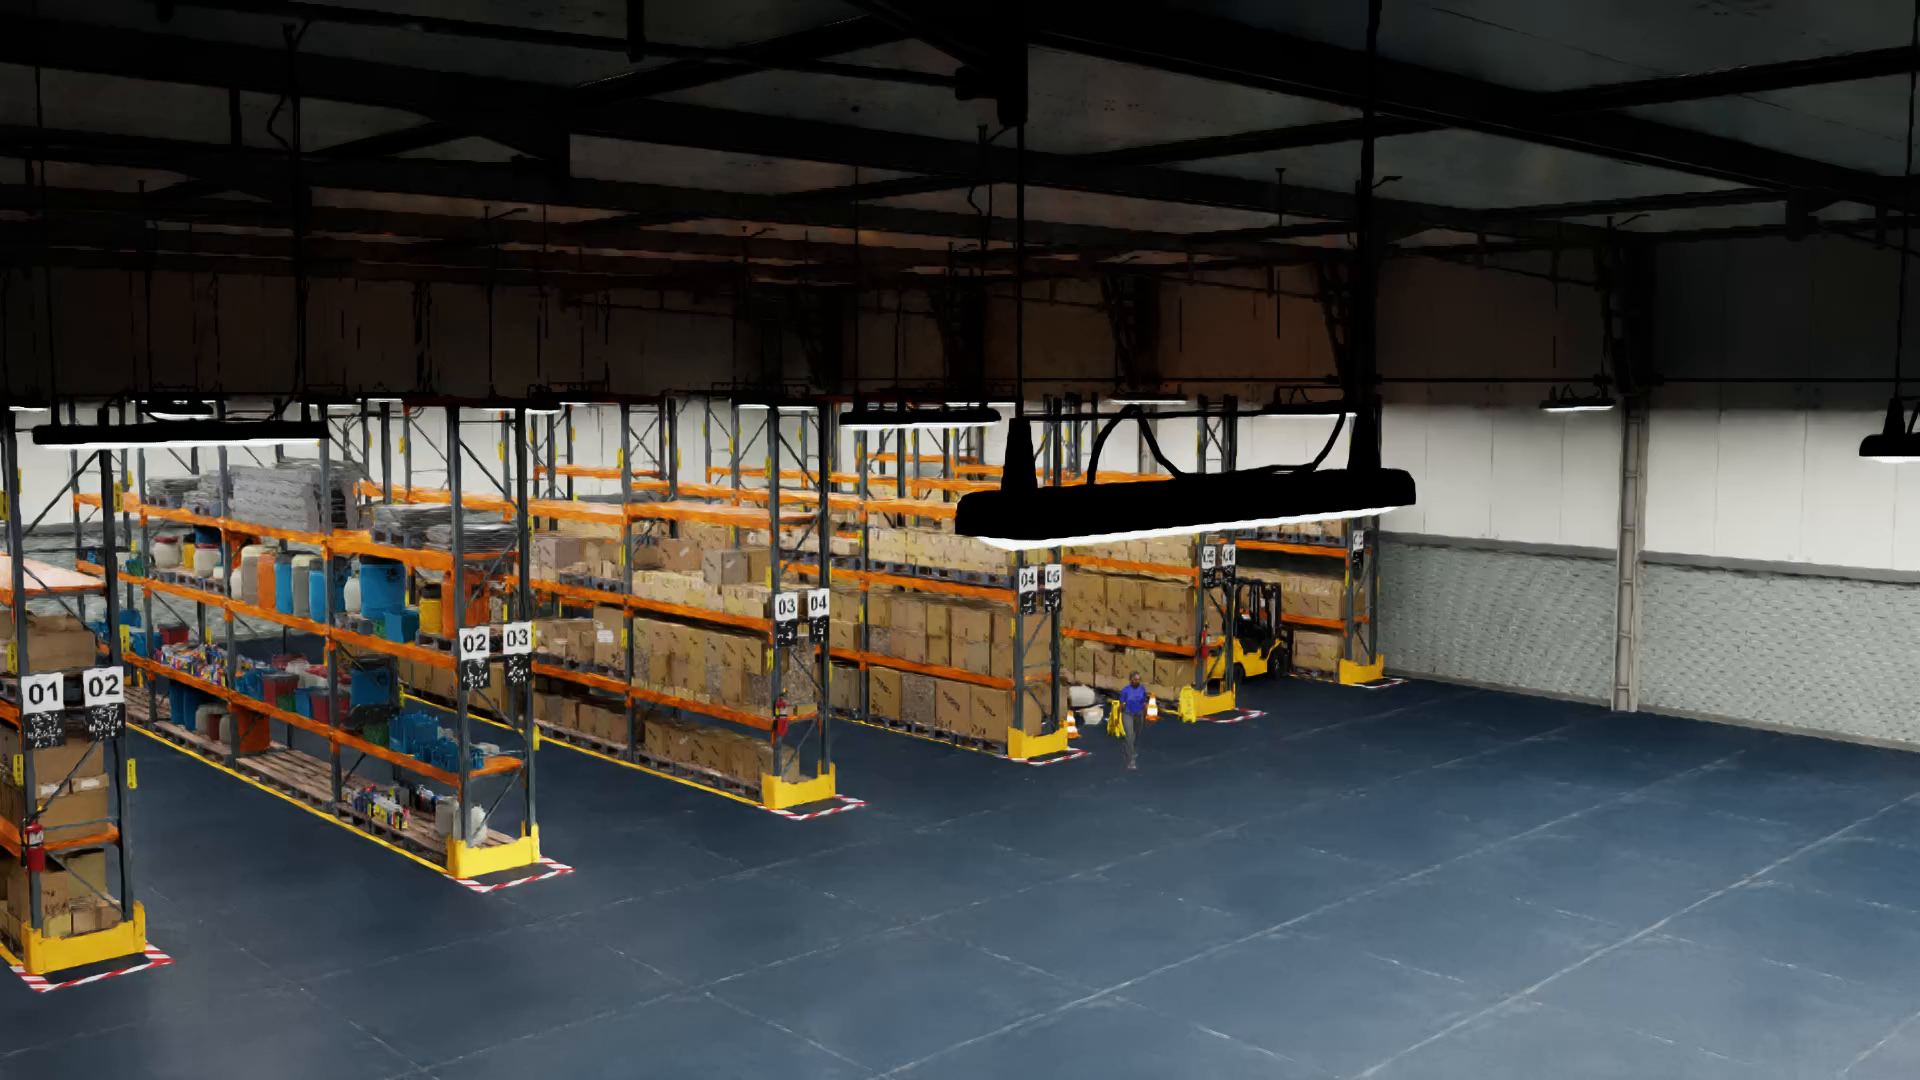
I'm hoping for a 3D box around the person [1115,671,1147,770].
[{"bbox_3d":[2.817,2.901,27.245,0.505,1.591,0.939,-2,6,-22],"label":"person"}]

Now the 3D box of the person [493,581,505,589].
[{"bbox_3d":[-11.075,1.610,40.319,0.533,1.670,0.518,-1,6,-6],"label":"person"}]
